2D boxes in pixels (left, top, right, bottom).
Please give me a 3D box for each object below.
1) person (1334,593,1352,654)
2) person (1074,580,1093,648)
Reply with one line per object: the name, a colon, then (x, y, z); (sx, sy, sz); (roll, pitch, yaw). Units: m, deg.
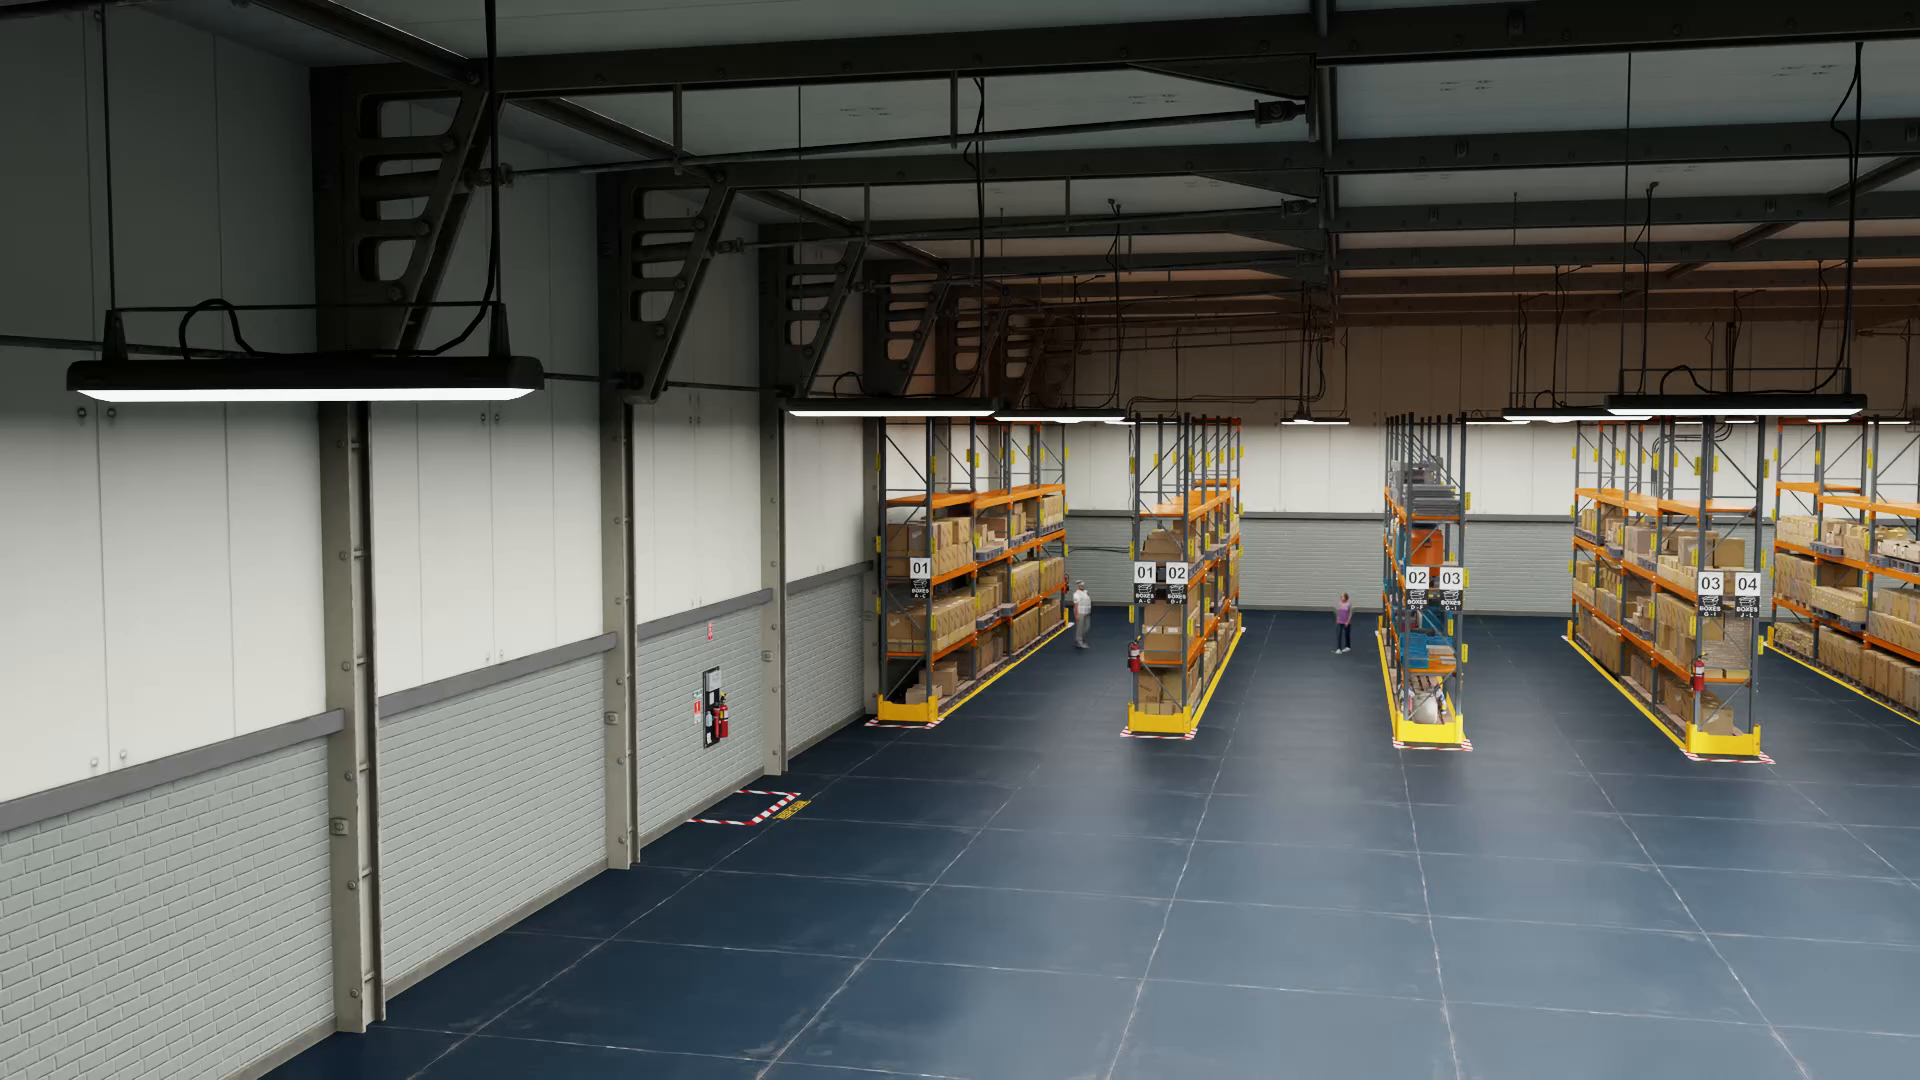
person: (9.670, 2.094, 41.984); (0.444, 1.533, 0.953); (1, 4, 17)
person: (3.185, 1.915, 43.350); (0.473, 1.776, 0.610); (4, 5, 42)
